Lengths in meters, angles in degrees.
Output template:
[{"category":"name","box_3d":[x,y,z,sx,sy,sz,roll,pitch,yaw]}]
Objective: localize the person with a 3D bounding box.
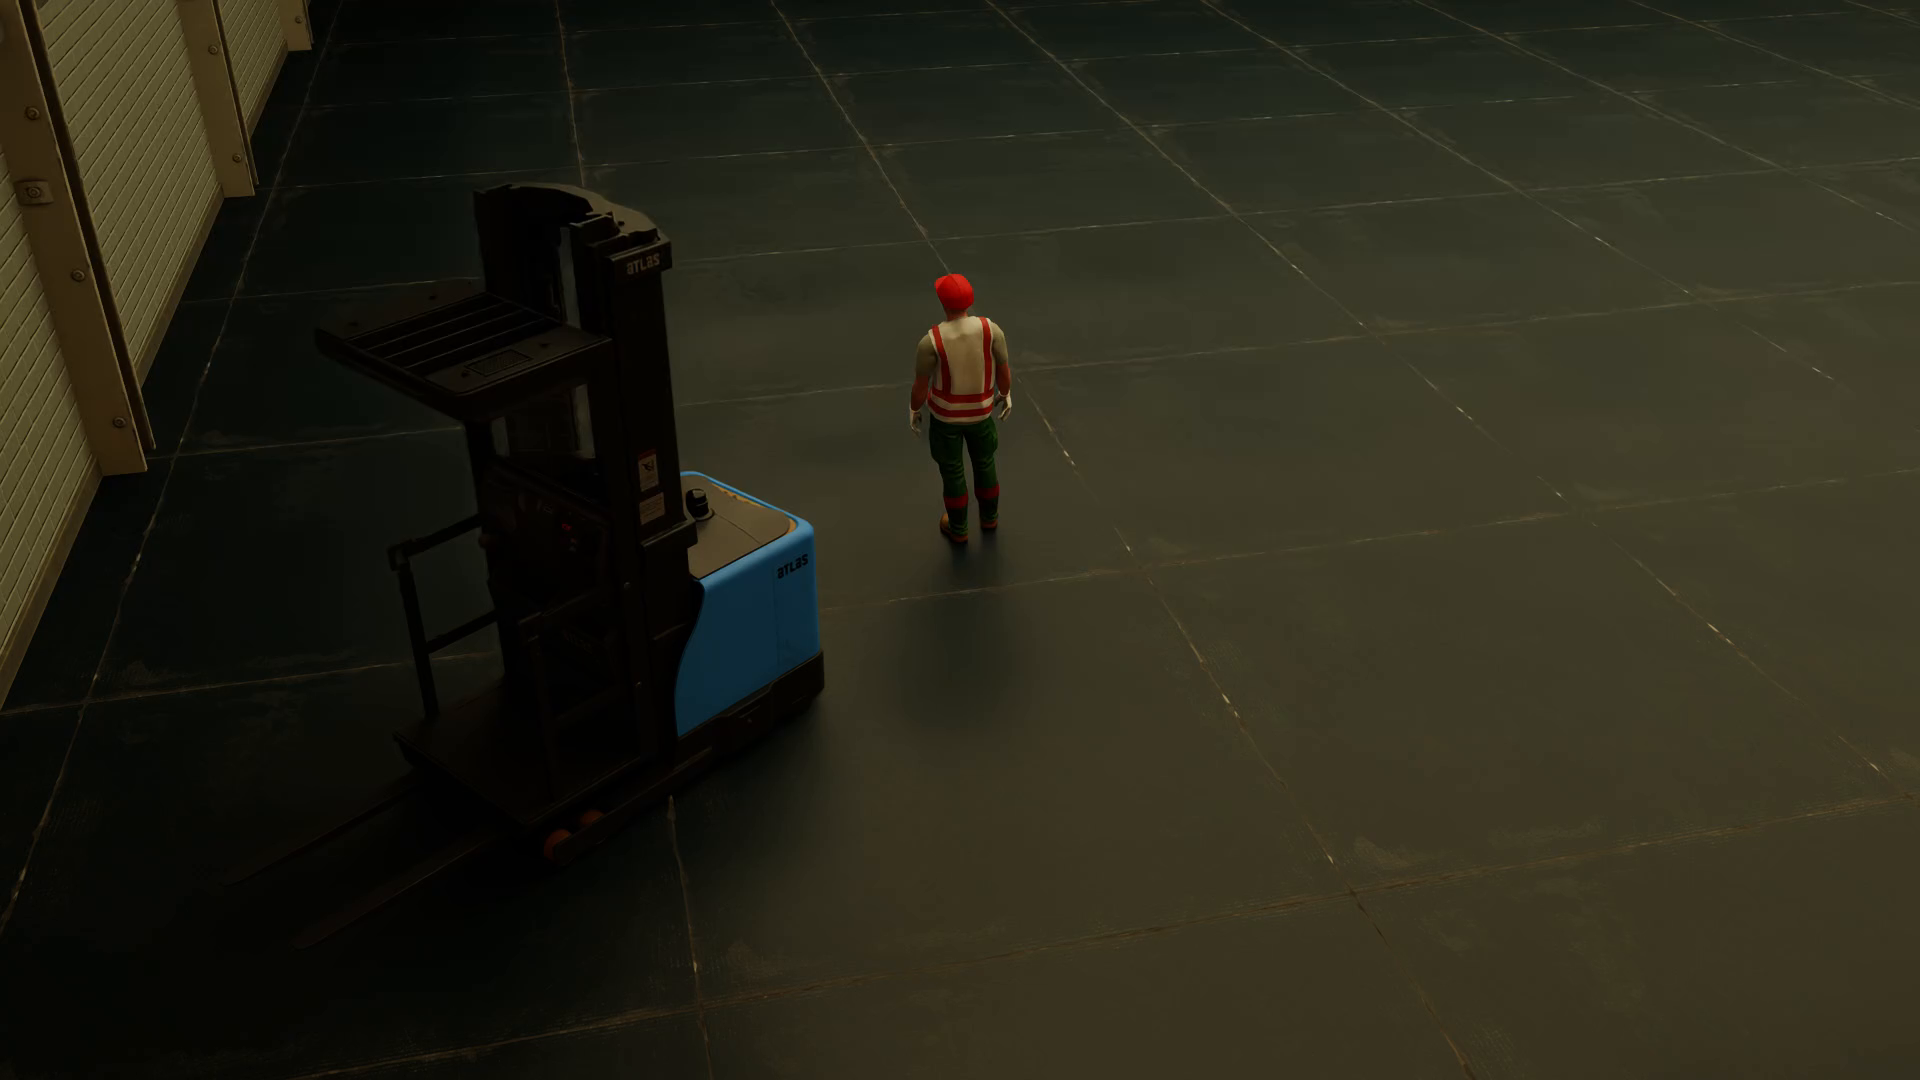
[{"category":"person","box_3d":[0.010,-0.789,10.058,0.638,1.688,0.423,-7,31,-12]}]

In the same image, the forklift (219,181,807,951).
[{"category":"forklift","box_3d":[-2.076,-0.021,7.611,1.121,2.935,3.031,23,37,34]}]
